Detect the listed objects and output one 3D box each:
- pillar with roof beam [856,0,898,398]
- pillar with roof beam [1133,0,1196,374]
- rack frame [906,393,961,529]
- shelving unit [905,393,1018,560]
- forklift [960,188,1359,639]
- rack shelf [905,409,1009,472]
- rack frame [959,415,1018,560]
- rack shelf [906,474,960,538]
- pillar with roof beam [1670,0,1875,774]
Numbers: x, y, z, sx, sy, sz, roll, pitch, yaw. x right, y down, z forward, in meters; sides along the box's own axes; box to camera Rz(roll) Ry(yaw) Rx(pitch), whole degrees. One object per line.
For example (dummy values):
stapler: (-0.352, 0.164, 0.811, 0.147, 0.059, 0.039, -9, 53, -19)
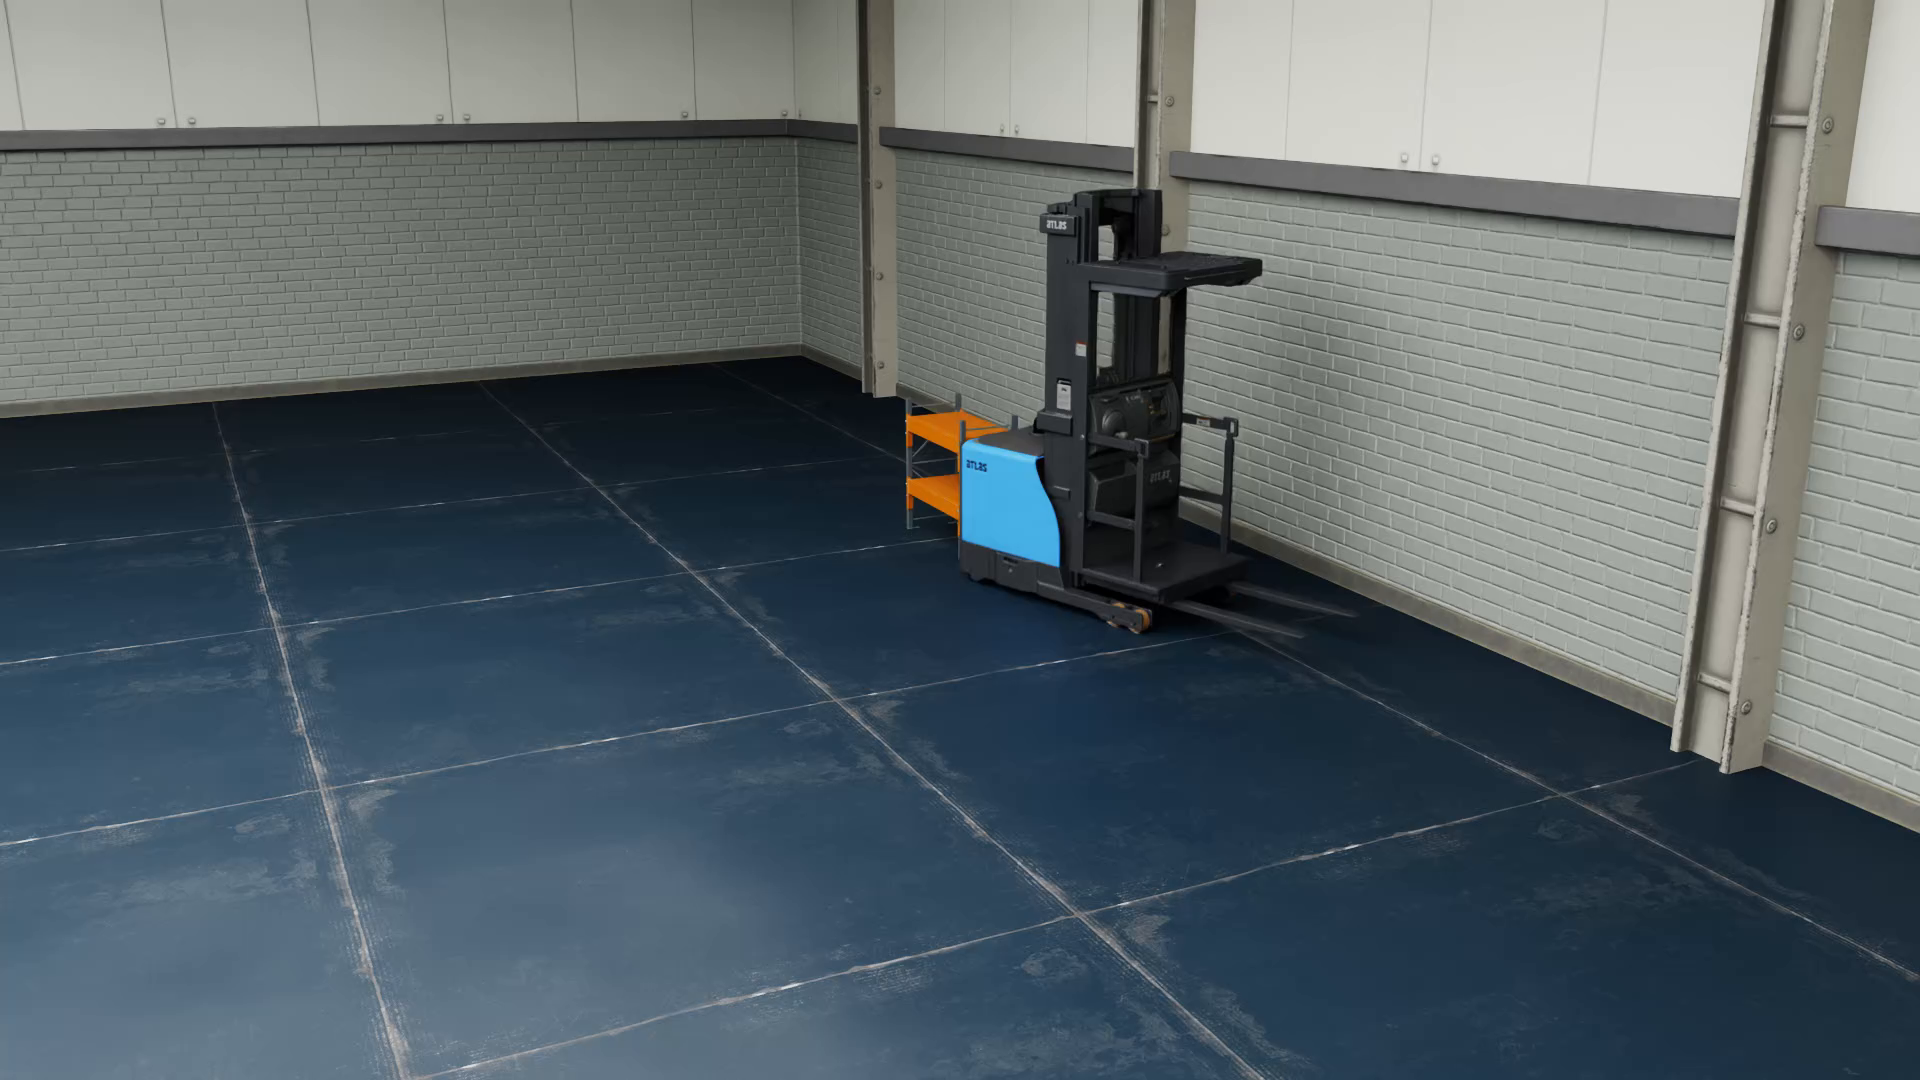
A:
pillar with roof beam: (-4.821, -5.549, 16.774, 9.100, 9.000, 0.400, -8, 18, -25)
pillar with roof beam: (-2.193, -4.061, 11.589, 9.100, 9.000, 0.400, -8, 18, -25)
rack frame: (-0.220, -0.665, 14.029, 0.500, 1.125, 0.032, -8, 18, -25)
shelving unit: (0.003, -0.539, 13.590, 0.538, 1.125, 1.048, -8, 18, -25)
forklift: (1.391, -0.925, 11.659, 1.130, 2.935, 3.031, -15, 22, -43)
rack shelf: (0.003, -0.820, 13.509, 0.538, 0.278, 1.000, -8, 18, -25)
rack frame: (0.226, -0.413, 13.150, 0.500, 1.125, 0.032, -8, 18, -25)
rack shelf: (0.003, -0.304, 13.657, 0.538, 0.278, 1.000, -8, 18, -25)
pillar with roof beam: (0.436, -2.574, 6.405, 9.100, 9.000, 0.400, -8, 18, -25)
